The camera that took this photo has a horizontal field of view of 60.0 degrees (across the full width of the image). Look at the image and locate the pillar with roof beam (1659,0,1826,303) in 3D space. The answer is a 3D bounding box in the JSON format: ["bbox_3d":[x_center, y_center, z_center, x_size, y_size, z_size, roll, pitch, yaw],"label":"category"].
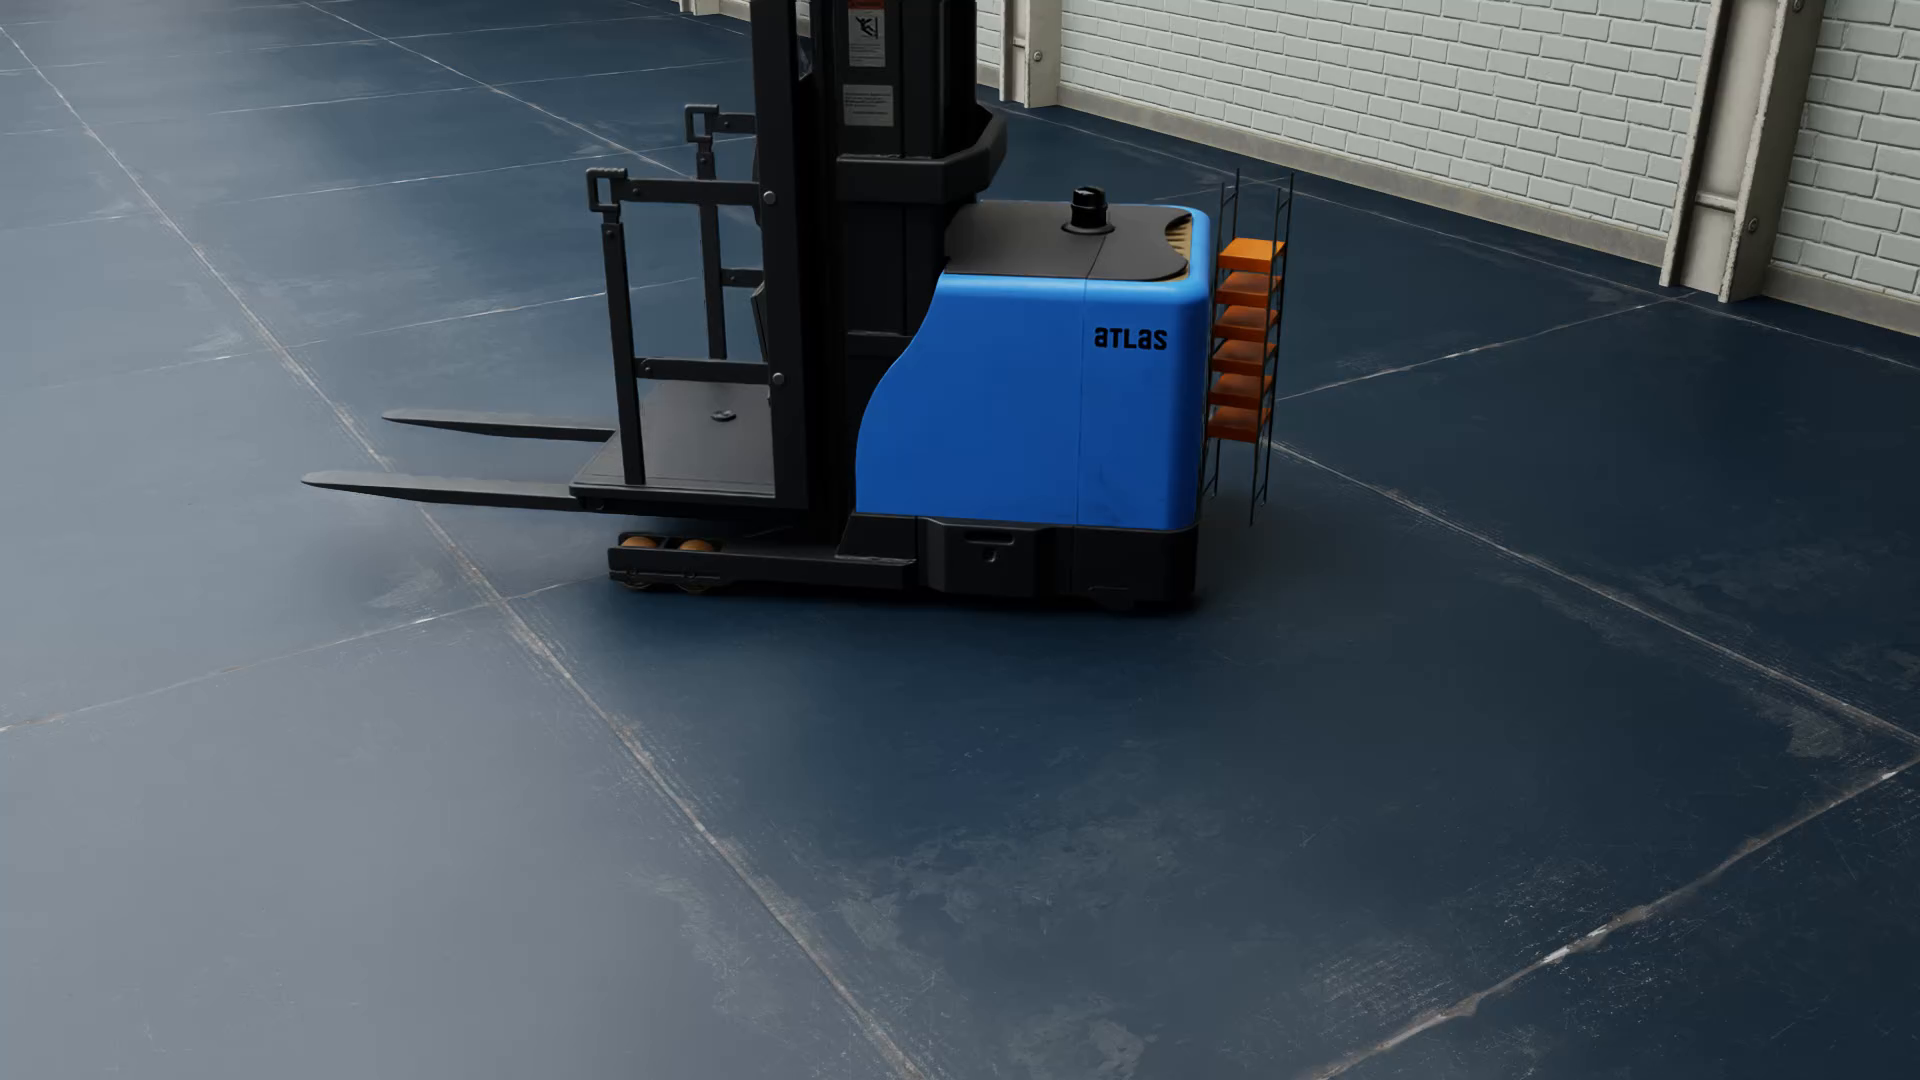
[{"bbox_3d":[0.212,-4.344,4.411,9.100,9.000,0.400,-16,29,-30],"label":"pillar with roof beam"}]

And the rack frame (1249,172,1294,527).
[{"bbox_3d":[1.065,-0.636,5.691,0.006,1.200,0.240,10,27,20],"label":"rack frame"}]

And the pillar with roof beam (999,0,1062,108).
[{"bbox_3d":[-3.063,-6.490,8.957,9.100,9.000,0.400,-16,29,-30],"label":"pillar with roof beam"}]

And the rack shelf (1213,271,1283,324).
[{"bbox_3d":[0.980,-0.827,5.639,0.180,0.103,0.258,10,27,20],"label":"rack shelf"}]

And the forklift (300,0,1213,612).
[{"bbox_3d":[-0.700,-1.374,5.228,3.031,2.935,1.130,3,25,7],"label":"forklift"}]

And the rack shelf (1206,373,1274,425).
[{"bbox_3d":[0.980,-0.502,5.792,0.180,0.103,0.258,10,27,20],"label":"rack shelf"}]

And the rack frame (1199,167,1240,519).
[{"bbox_3d":[0.895,-0.665,5.753,0.006,1.200,0.240,10,27,20],"label":"rack frame"}]

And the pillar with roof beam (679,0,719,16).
[{"bbox_3d":[-6.339,-8.636,13.503,9.100,9.000,0.400,-16,29,-30],"label":"pillar with roof beam"}]

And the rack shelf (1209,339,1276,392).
[{"bbox_3d":[0.980,-0.610,5.741,0.180,0.103,0.258,10,27,20],"label":"rack shelf"}]

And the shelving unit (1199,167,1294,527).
[{"bbox_3d":[0.980,-0.650,5.722,0.189,1.200,0.258,10,27,20],"label":"shelving unit"}]

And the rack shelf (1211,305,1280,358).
[{"bbox_3d":[0.980,-0.719,5.690,0.180,0.103,0.258,10,27,20],"label":"rack shelf"}]

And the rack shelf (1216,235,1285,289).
[{"bbox_3d":[0.980,-0.936,5.588,0.180,0.103,0.258,10,27,20],"label":"rack shelf"}]

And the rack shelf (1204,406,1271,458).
[{"bbox_3d":[0.980,-0.393,5.844,0.180,0.103,0.258,10,27,20],"label":"rack shelf"}]
